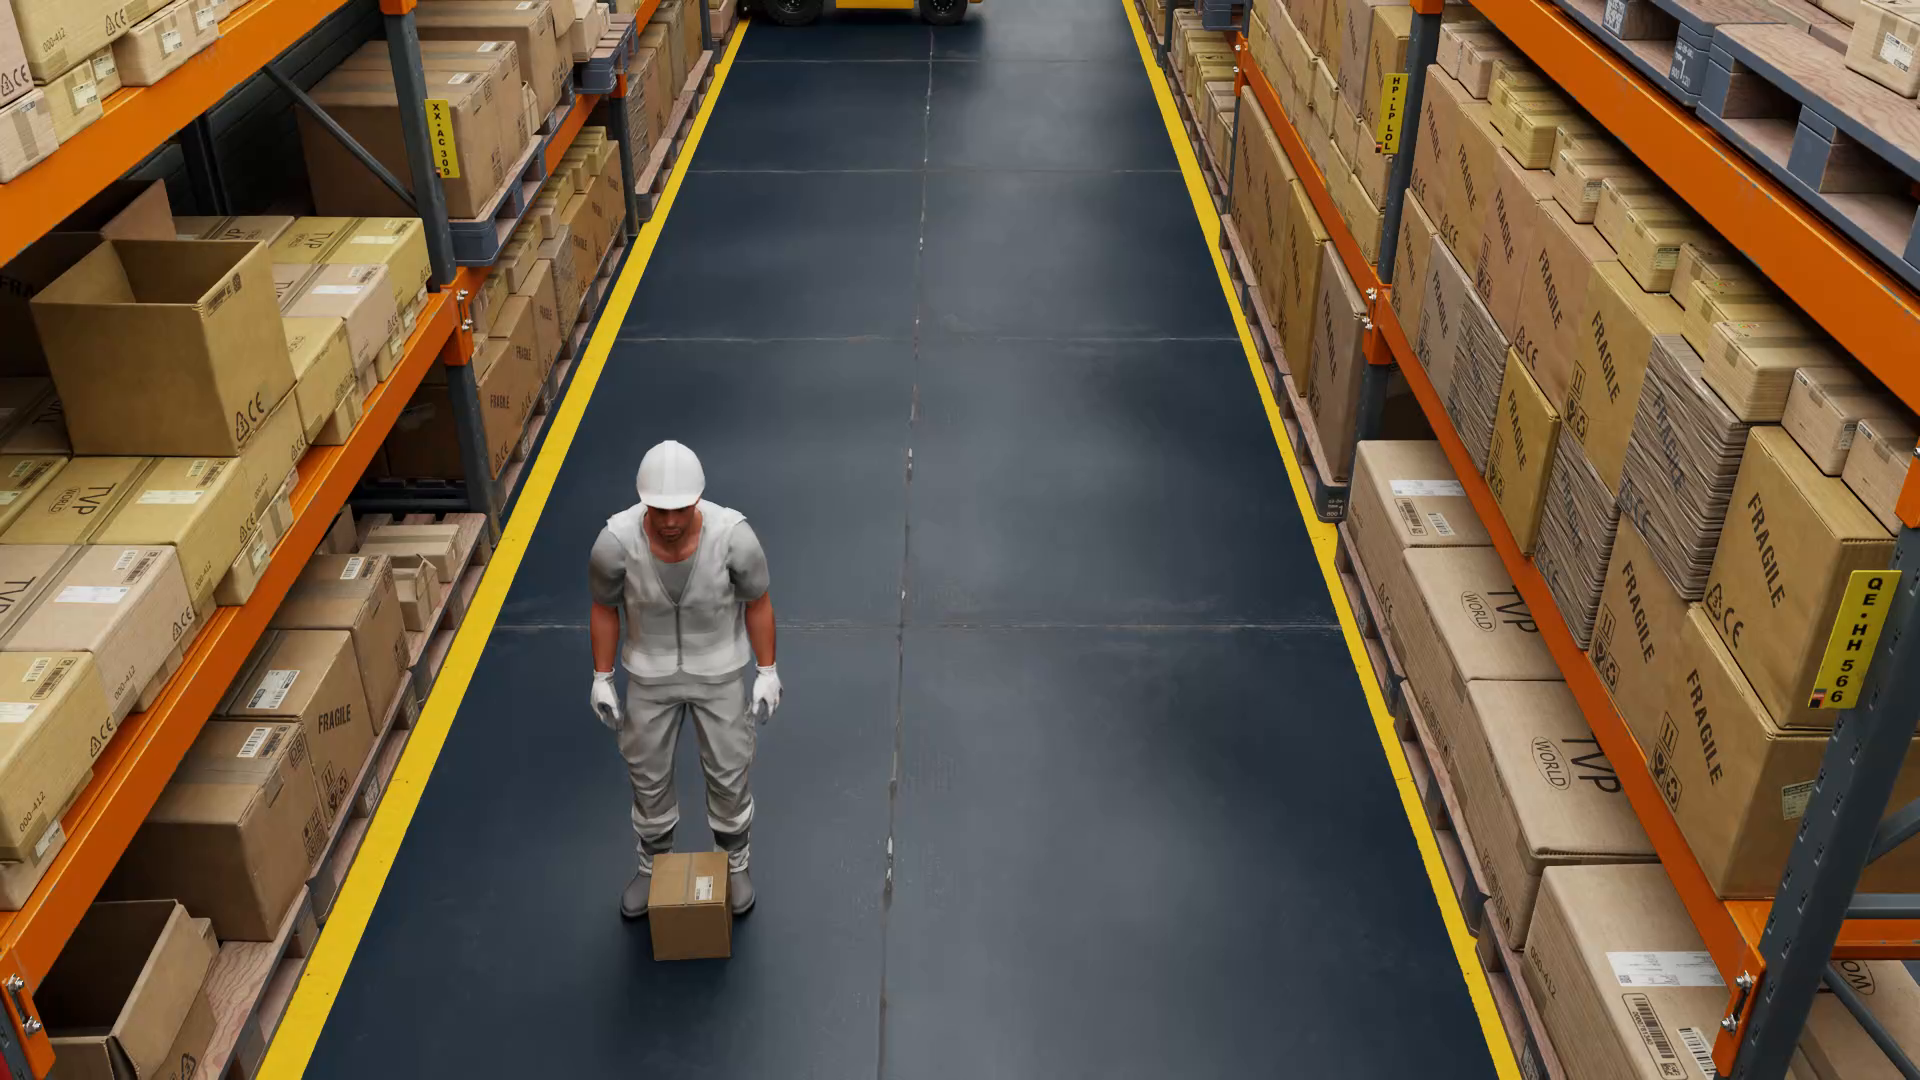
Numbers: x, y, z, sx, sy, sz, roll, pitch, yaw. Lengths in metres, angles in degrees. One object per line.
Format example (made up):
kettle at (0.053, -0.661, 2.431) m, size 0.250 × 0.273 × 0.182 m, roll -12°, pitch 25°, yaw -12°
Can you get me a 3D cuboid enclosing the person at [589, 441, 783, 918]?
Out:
person at (-0.884, 0.455, 5.369) m, size 0.619 × 1.779 × 0.450 m, roll -2°, pitch 31°, yaw -3°
